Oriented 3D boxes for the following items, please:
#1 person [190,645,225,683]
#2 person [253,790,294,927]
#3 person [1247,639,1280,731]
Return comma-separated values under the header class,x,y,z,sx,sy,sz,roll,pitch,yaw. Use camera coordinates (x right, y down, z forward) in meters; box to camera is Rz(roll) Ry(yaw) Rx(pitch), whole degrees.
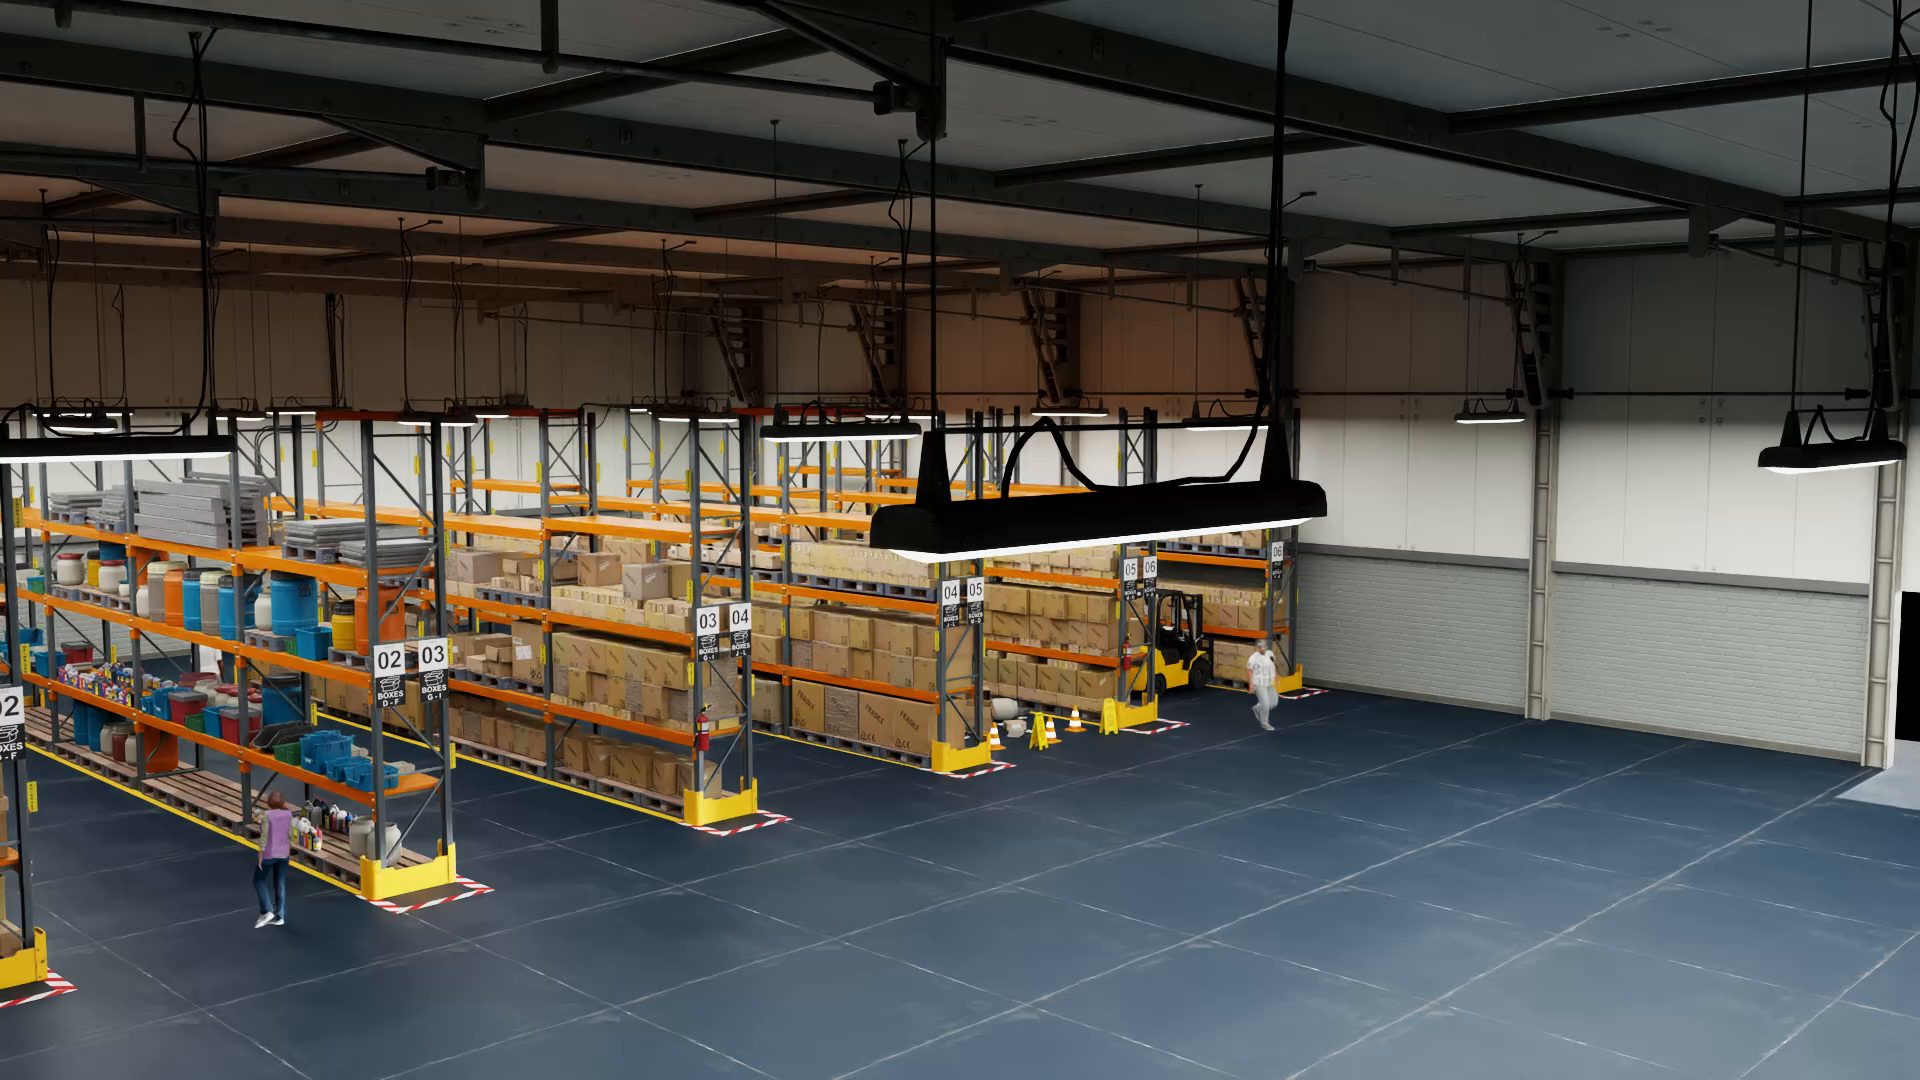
class,x,y,z,sx,sy,sz,roll,pitch,yaw
person,-14.474,2.624,31.995,0.607,1.769,0.498,-1,5,-10
person,-8.163,3.777,19.754,0.355,1.600,0.497,5,7,44
person,5.697,2.701,31.344,0.594,1.736,0.623,-3,6,-30
